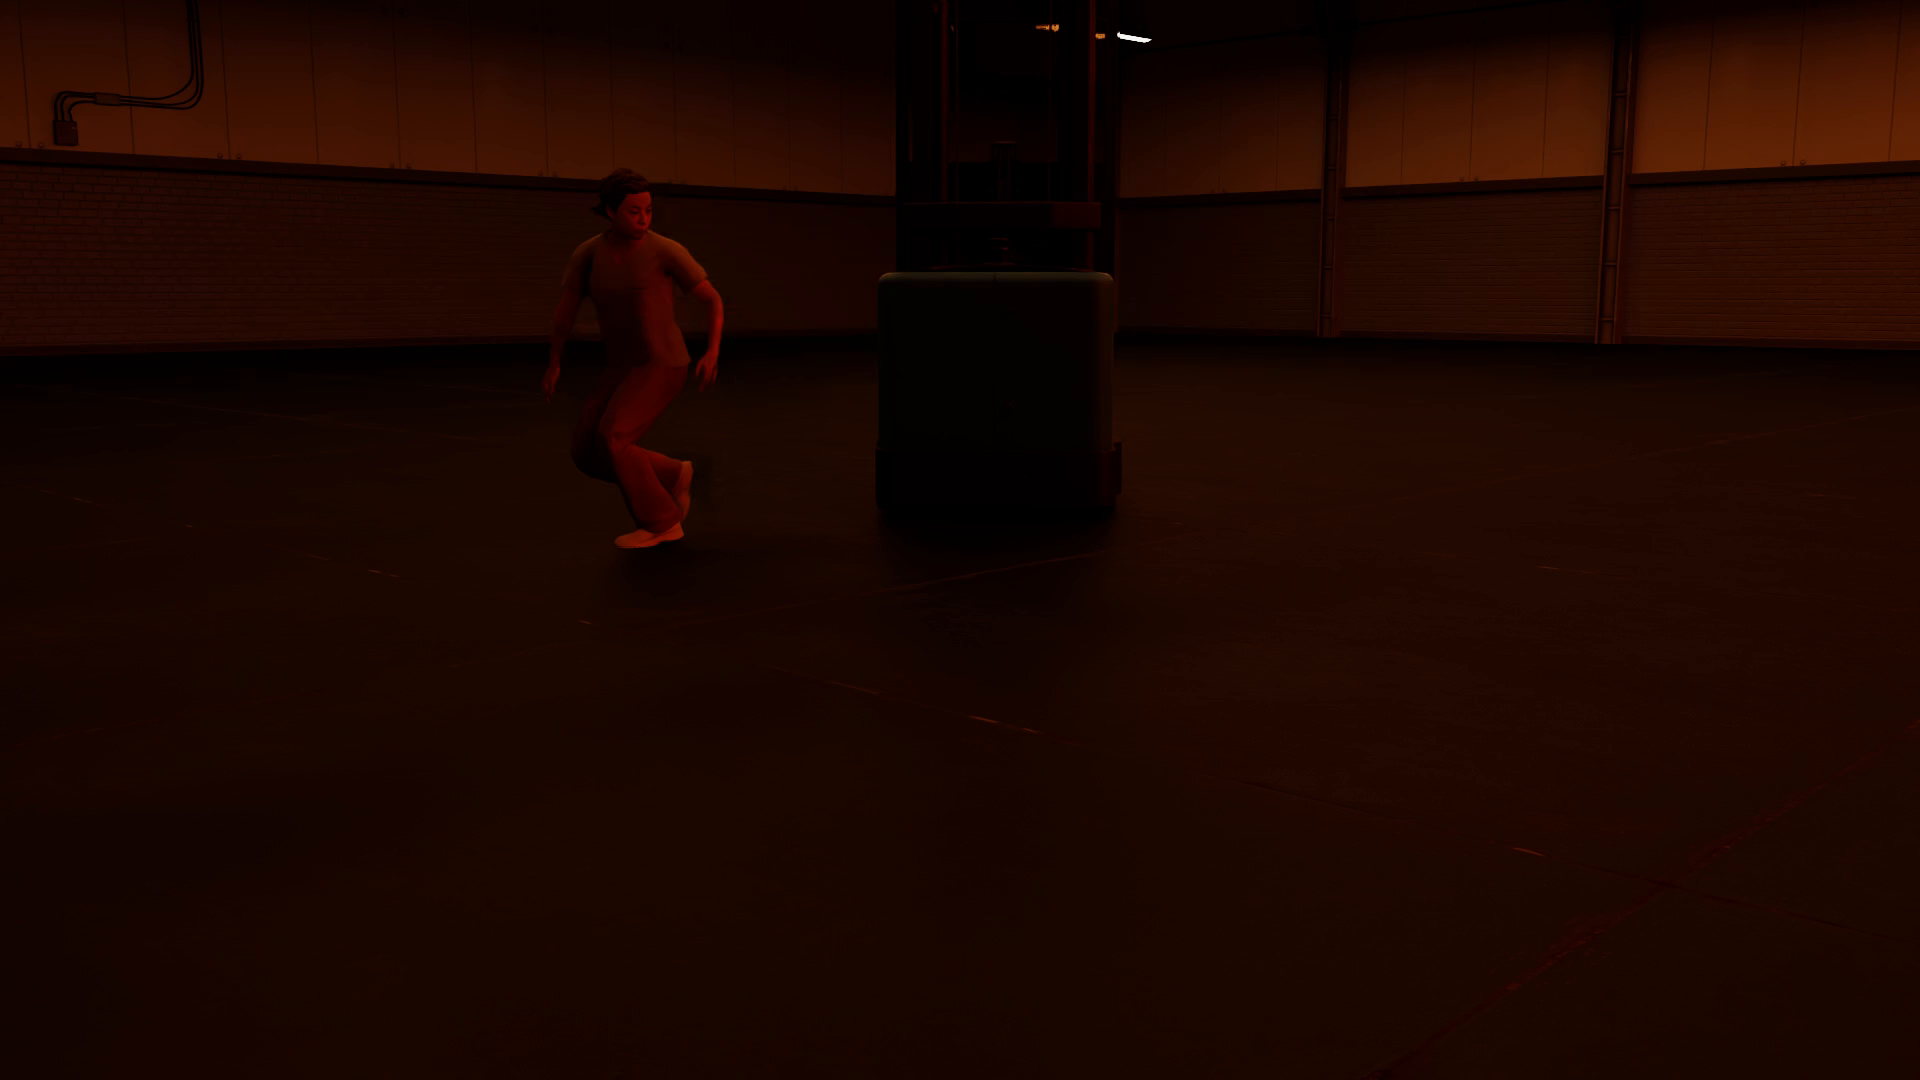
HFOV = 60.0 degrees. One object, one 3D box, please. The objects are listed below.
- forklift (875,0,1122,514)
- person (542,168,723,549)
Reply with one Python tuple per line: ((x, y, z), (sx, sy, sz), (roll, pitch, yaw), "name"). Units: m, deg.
((0.243, -1.749, 8.491), (1.130, 2.935, 3.031), (1, 9, 4), "forklift")
((-1.260, -0.709, 6.584), (0.740, 1.472, 0.631), (5, 10, 29), "person")
